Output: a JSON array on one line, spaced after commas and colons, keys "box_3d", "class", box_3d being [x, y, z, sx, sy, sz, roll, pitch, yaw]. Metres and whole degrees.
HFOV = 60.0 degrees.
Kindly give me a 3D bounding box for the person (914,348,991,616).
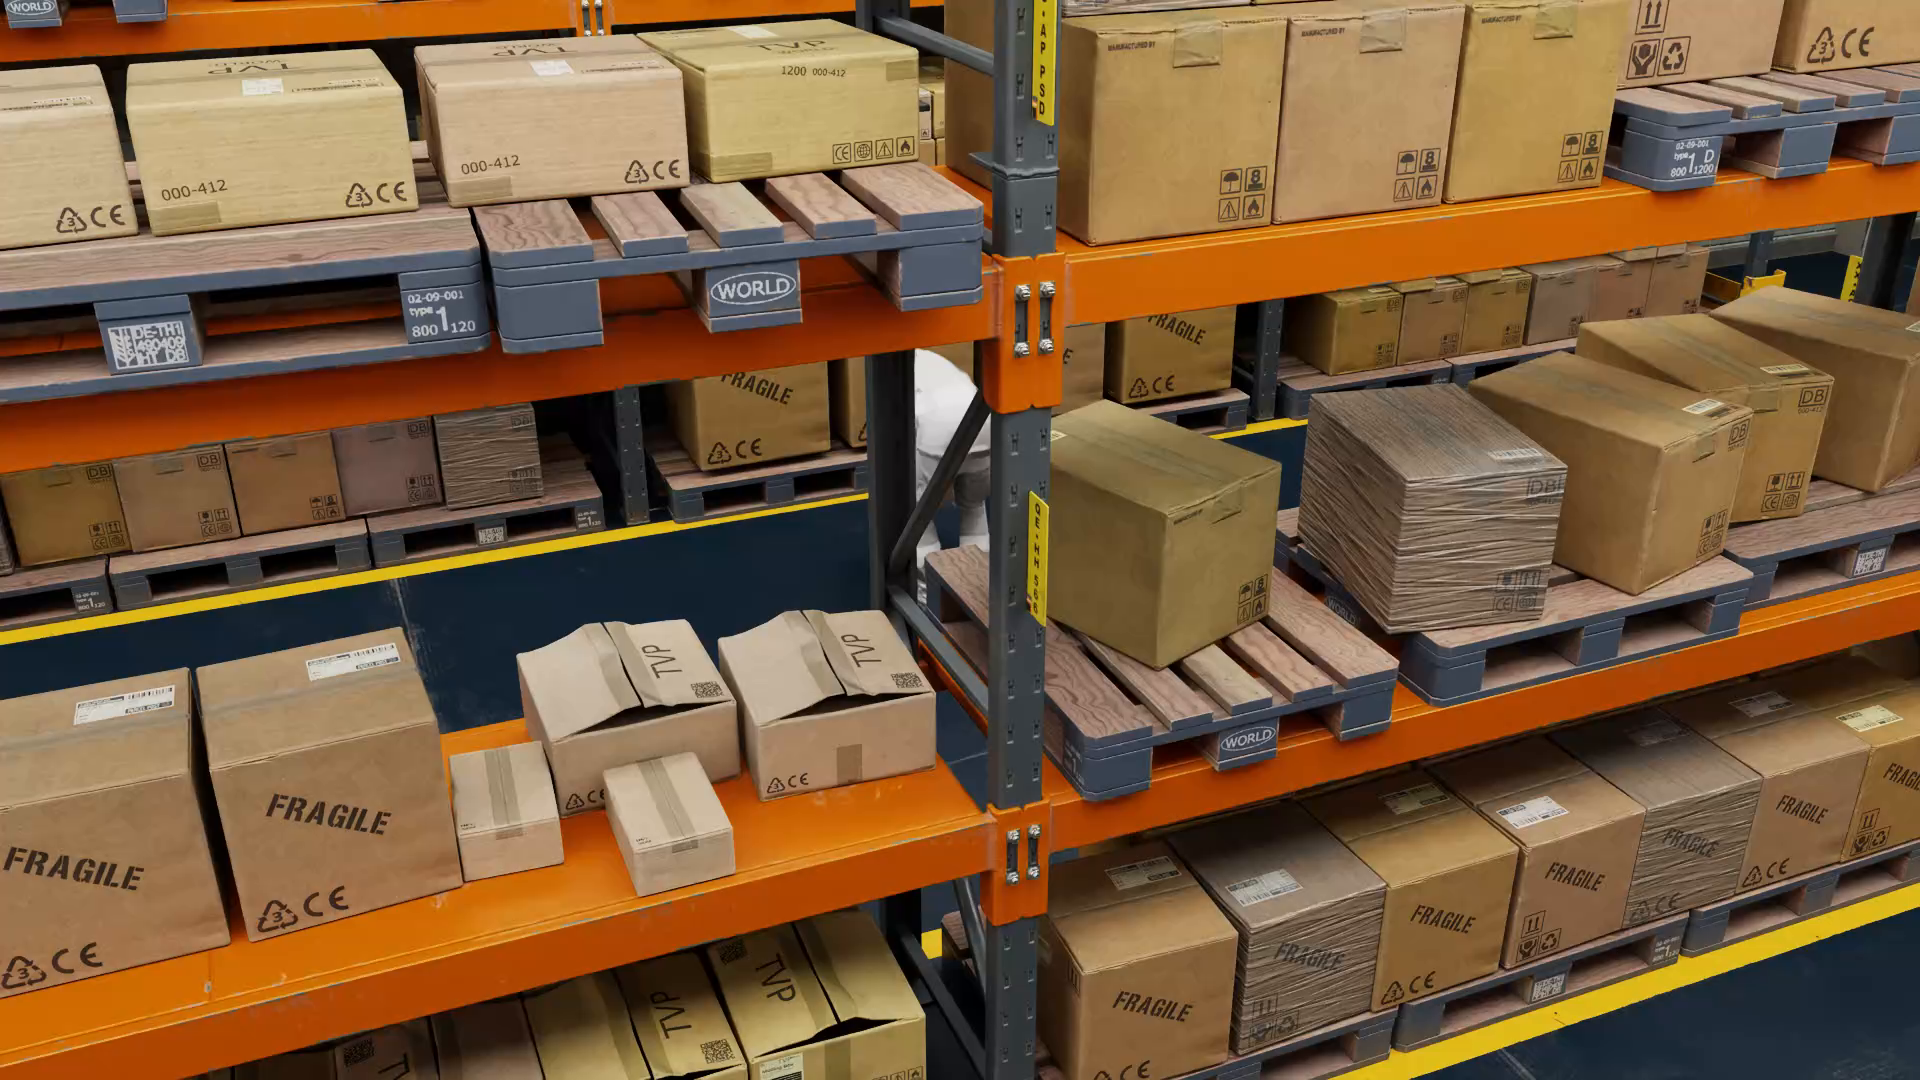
[{"box_3d": [-0.147, -0.355, 8.213, 0.491, 1.273, 0.935, -11, 28, -22], "class": "person"}]
